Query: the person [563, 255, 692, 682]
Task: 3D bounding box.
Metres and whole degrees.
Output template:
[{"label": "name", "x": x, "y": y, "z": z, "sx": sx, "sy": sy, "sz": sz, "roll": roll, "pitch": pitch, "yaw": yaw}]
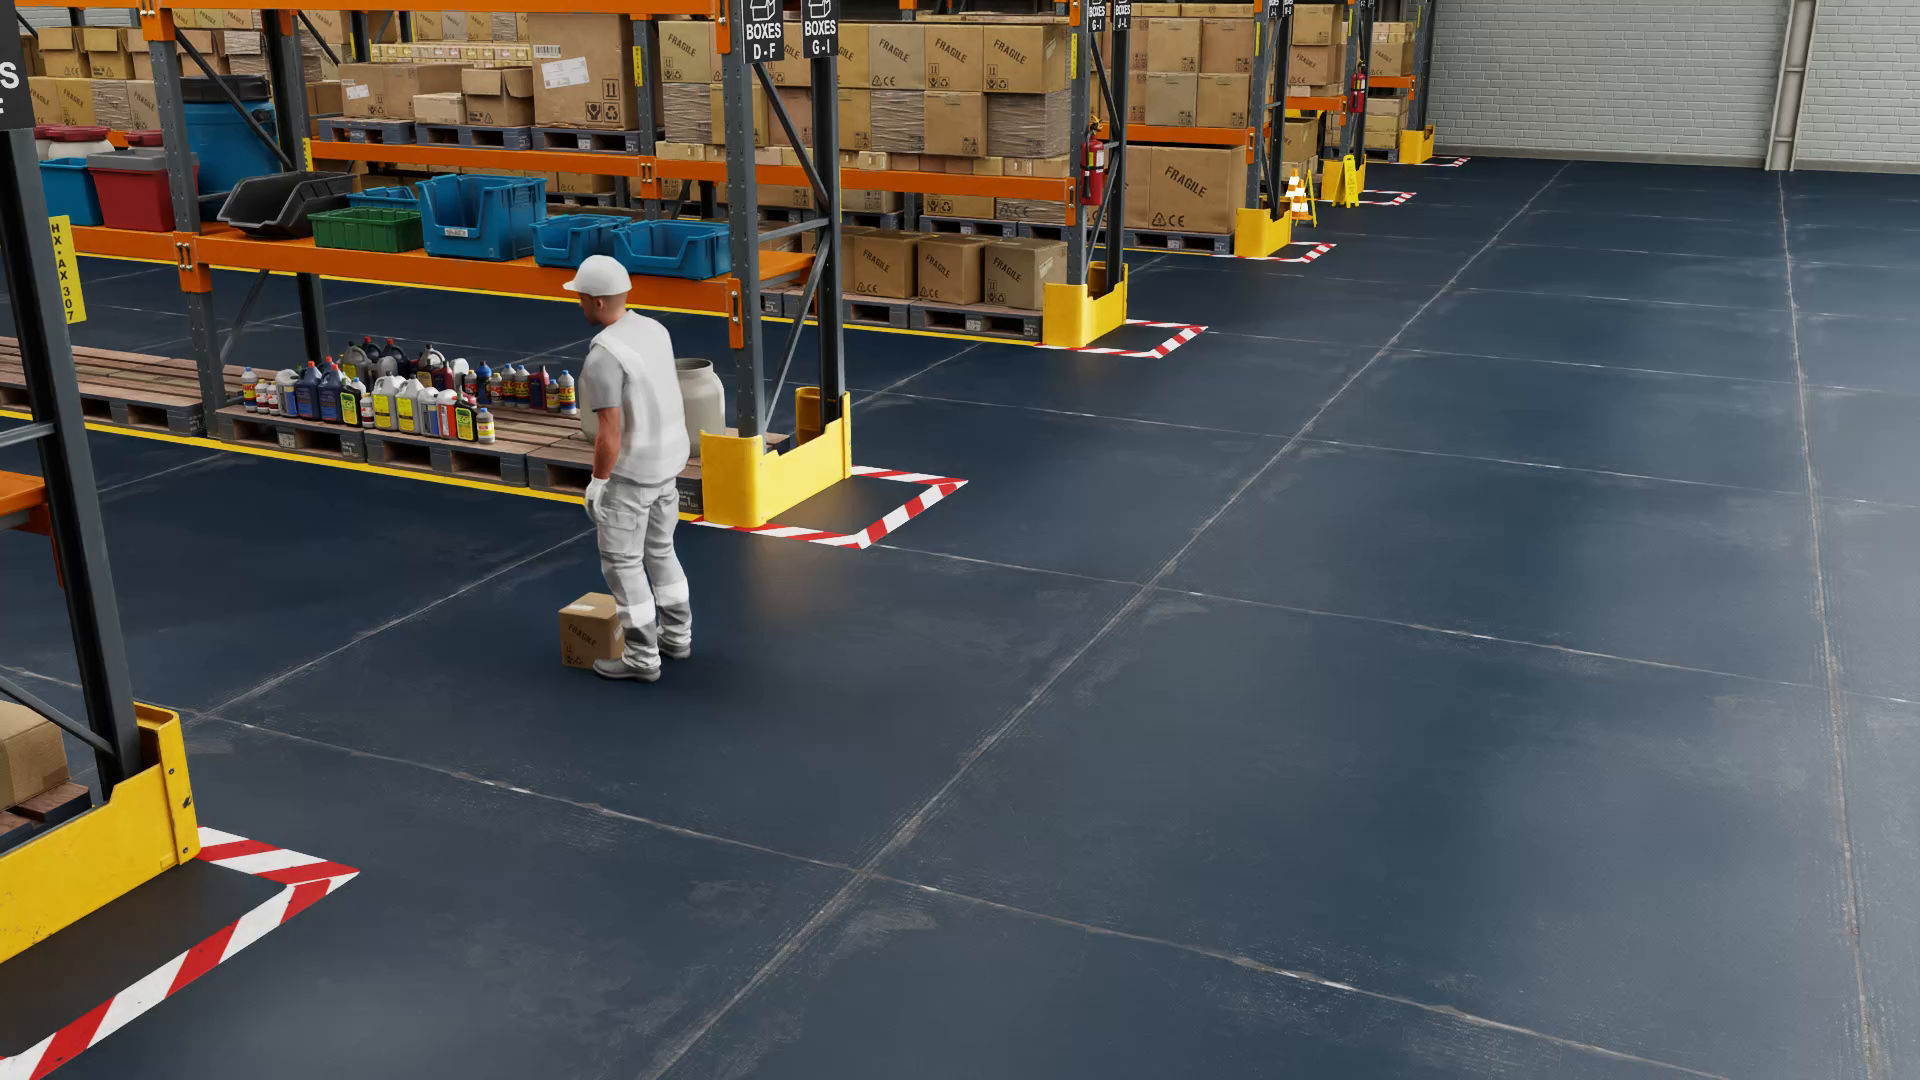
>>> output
[{"label": "person", "x": -1.362, "y": -0.289, "z": 6.890, "sx": 0.452, "sy": 1.778, "sz": 0.613, "roll": 7, "pitch": 20, "yaw": 20}]
